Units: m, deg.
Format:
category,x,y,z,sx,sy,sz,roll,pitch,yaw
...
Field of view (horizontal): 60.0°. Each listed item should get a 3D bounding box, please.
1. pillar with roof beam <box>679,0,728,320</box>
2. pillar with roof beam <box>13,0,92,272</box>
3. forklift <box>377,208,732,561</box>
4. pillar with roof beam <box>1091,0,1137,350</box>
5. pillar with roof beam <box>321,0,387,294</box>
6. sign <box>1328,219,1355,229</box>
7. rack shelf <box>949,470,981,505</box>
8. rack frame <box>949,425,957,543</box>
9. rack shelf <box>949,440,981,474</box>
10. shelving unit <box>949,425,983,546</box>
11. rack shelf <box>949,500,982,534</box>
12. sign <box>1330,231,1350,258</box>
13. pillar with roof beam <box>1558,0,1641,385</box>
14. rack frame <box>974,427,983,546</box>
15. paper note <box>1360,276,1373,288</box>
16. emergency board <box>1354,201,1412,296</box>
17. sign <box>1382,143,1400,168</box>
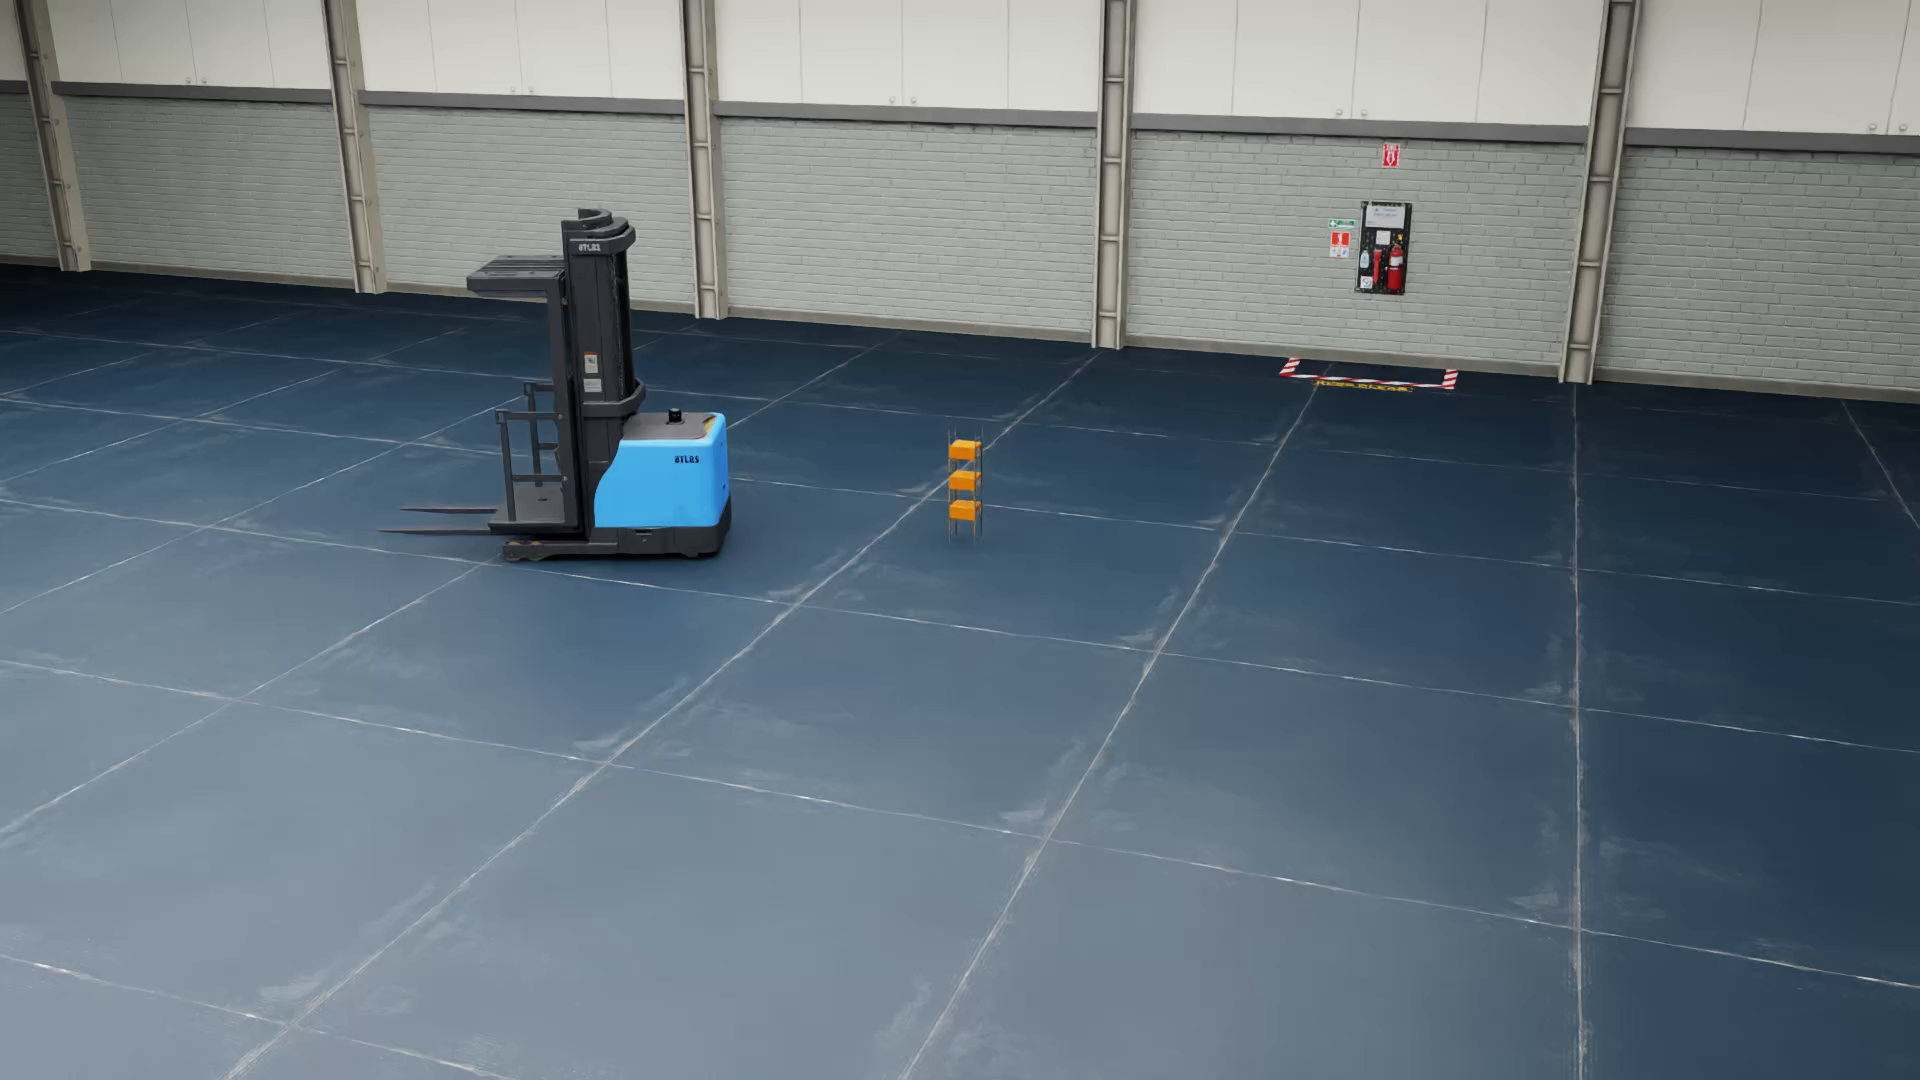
category,x,y,z,sx,sy,sz,roll,pitch,yaw
pillar with roof beam,-5.062,-6.195,19.177,0.400,9.000,9.100,7,20,18
pillar with roof beam,-16.398,-7.491,22.896,0.400,9.000,9.100,7,20,18
forklift,-3.630,-1.374,14.566,3.031,2.935,1.130,0,19,0
pillar with roof beam,0.605,-5.547,17.318,0.400,9.000,9.100,7,20,18
pillar with roof beam,-10.730,-6.843,21.036,0.400,9.000,9.100,7,20,18
sign,4.877,-4.039,21.246,0.331,0.109,0.001,7,20,18
rack shelf,0.051,-0.480,14.890,0.240,0.259,0.215,7,20,18
rack frame,-0.065,-0.503,14.925,0.008,1.050,0.200,7,20,18
rack shelf,0.051,-0.748,14.797,0.240,0.259,0.215,7,20,18
shelving unit,0.051,-0.490,14.887,0.252,1.050,0.215,7,20,18
rack shelf,0.051,-0.218,14.982,0.240,0.259,0.215,7,20,18
sign,4.876,-3.792,21.343,0.234,0.329,0.001,7,20,18
pillar with roof beam,6.273,-4.899,15.458,0.400,9.000,9.100,7,20,18
rack frame,0.166,-0.477,14.849,0.008,1.050,0.200,7,20,18
paper note,5.219,-3.308,21.347,0.142,0.148,0.016,7,20,18
emergency board,5.364,-3.683,21.086,0.643,1.169,0.194,7,20,18
sign,5.389,-4.810,20.795,0.199,0.298,0.001,7,20,18
